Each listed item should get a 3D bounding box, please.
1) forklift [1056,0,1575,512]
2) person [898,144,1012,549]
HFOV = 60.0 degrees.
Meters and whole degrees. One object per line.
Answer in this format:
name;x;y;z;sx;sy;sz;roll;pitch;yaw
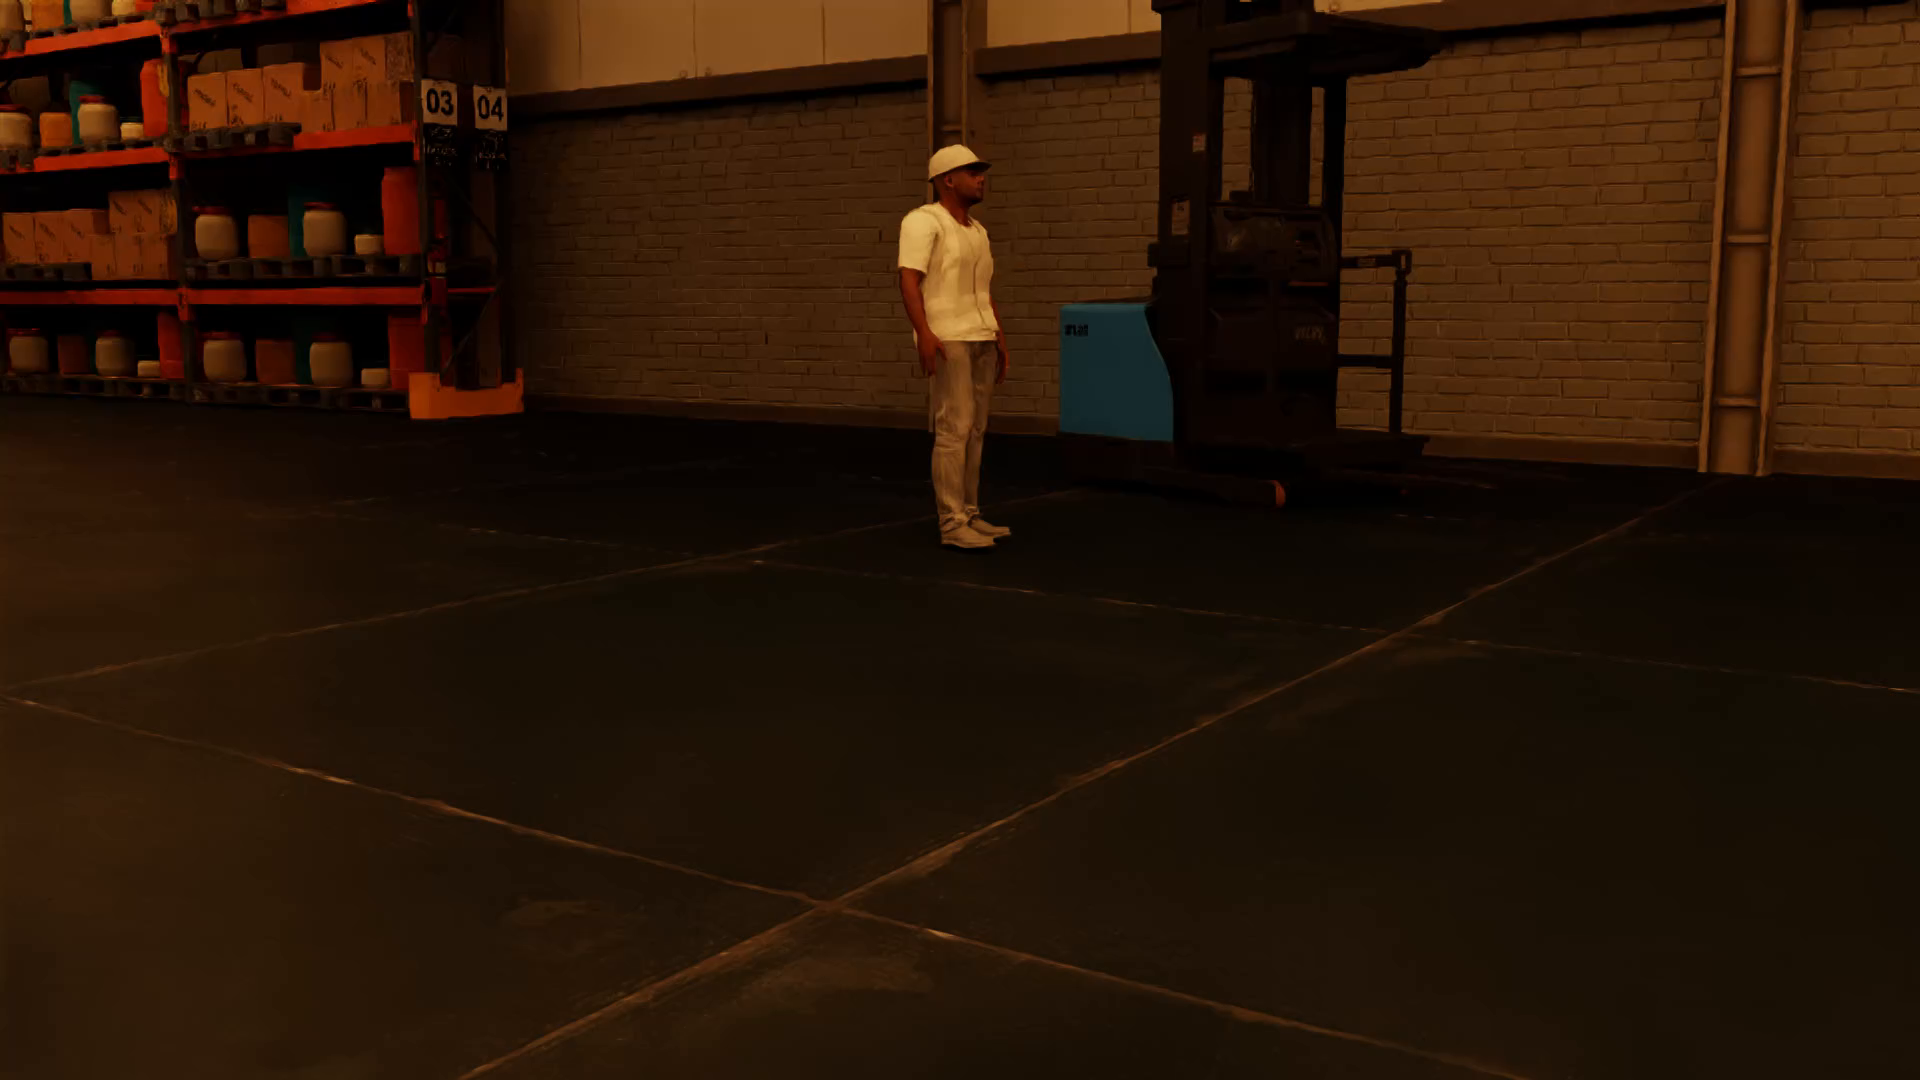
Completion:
forklift;1.852;-1.675;8.975;1.130;2.935;3.031;-6;10;-36
person;0.055;-0.875;7.435;0.576;1.766;0.665;5;10;34
